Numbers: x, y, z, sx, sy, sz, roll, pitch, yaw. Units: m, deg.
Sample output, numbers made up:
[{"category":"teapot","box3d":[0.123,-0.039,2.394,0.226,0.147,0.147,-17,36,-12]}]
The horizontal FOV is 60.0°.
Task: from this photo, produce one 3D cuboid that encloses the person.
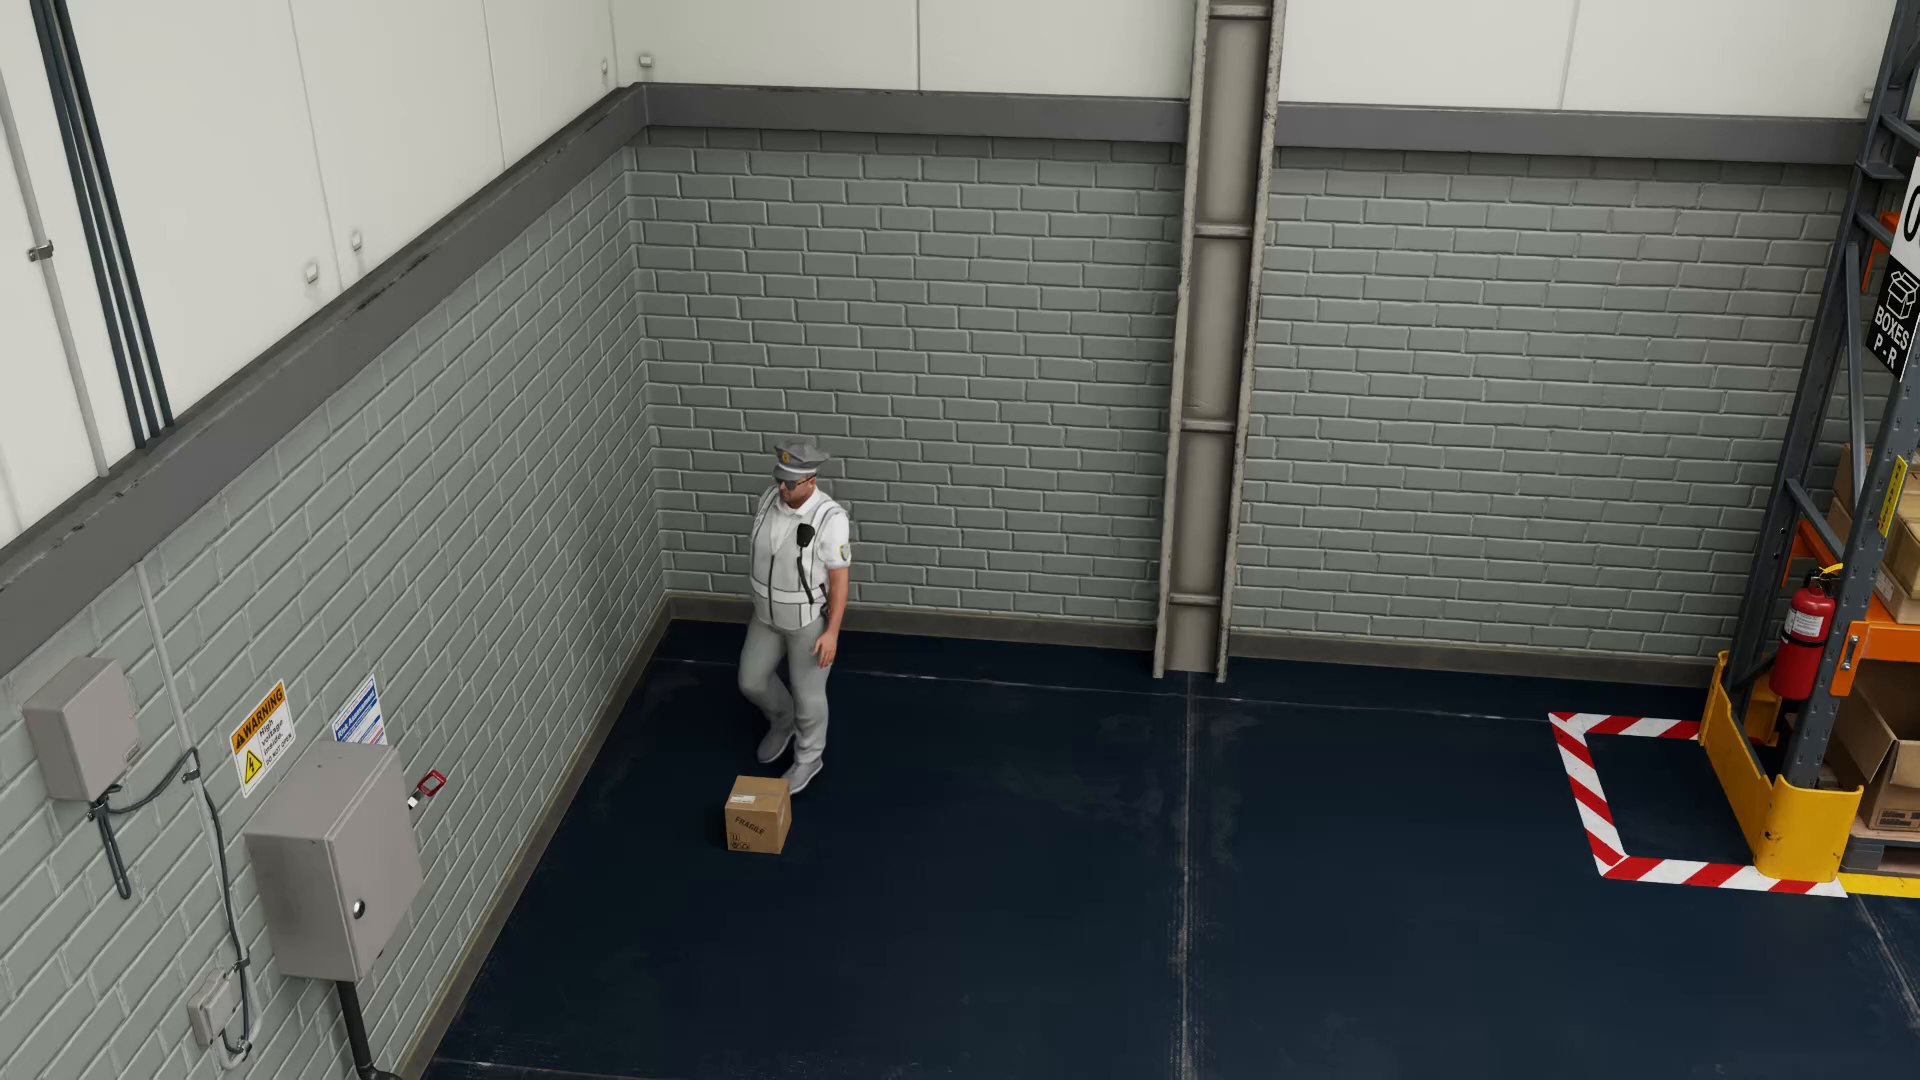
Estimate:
[{"category":"person","box3d":[-0.801,0.379,7.893,0.556,1.785,0.490,16,32,28]}]
